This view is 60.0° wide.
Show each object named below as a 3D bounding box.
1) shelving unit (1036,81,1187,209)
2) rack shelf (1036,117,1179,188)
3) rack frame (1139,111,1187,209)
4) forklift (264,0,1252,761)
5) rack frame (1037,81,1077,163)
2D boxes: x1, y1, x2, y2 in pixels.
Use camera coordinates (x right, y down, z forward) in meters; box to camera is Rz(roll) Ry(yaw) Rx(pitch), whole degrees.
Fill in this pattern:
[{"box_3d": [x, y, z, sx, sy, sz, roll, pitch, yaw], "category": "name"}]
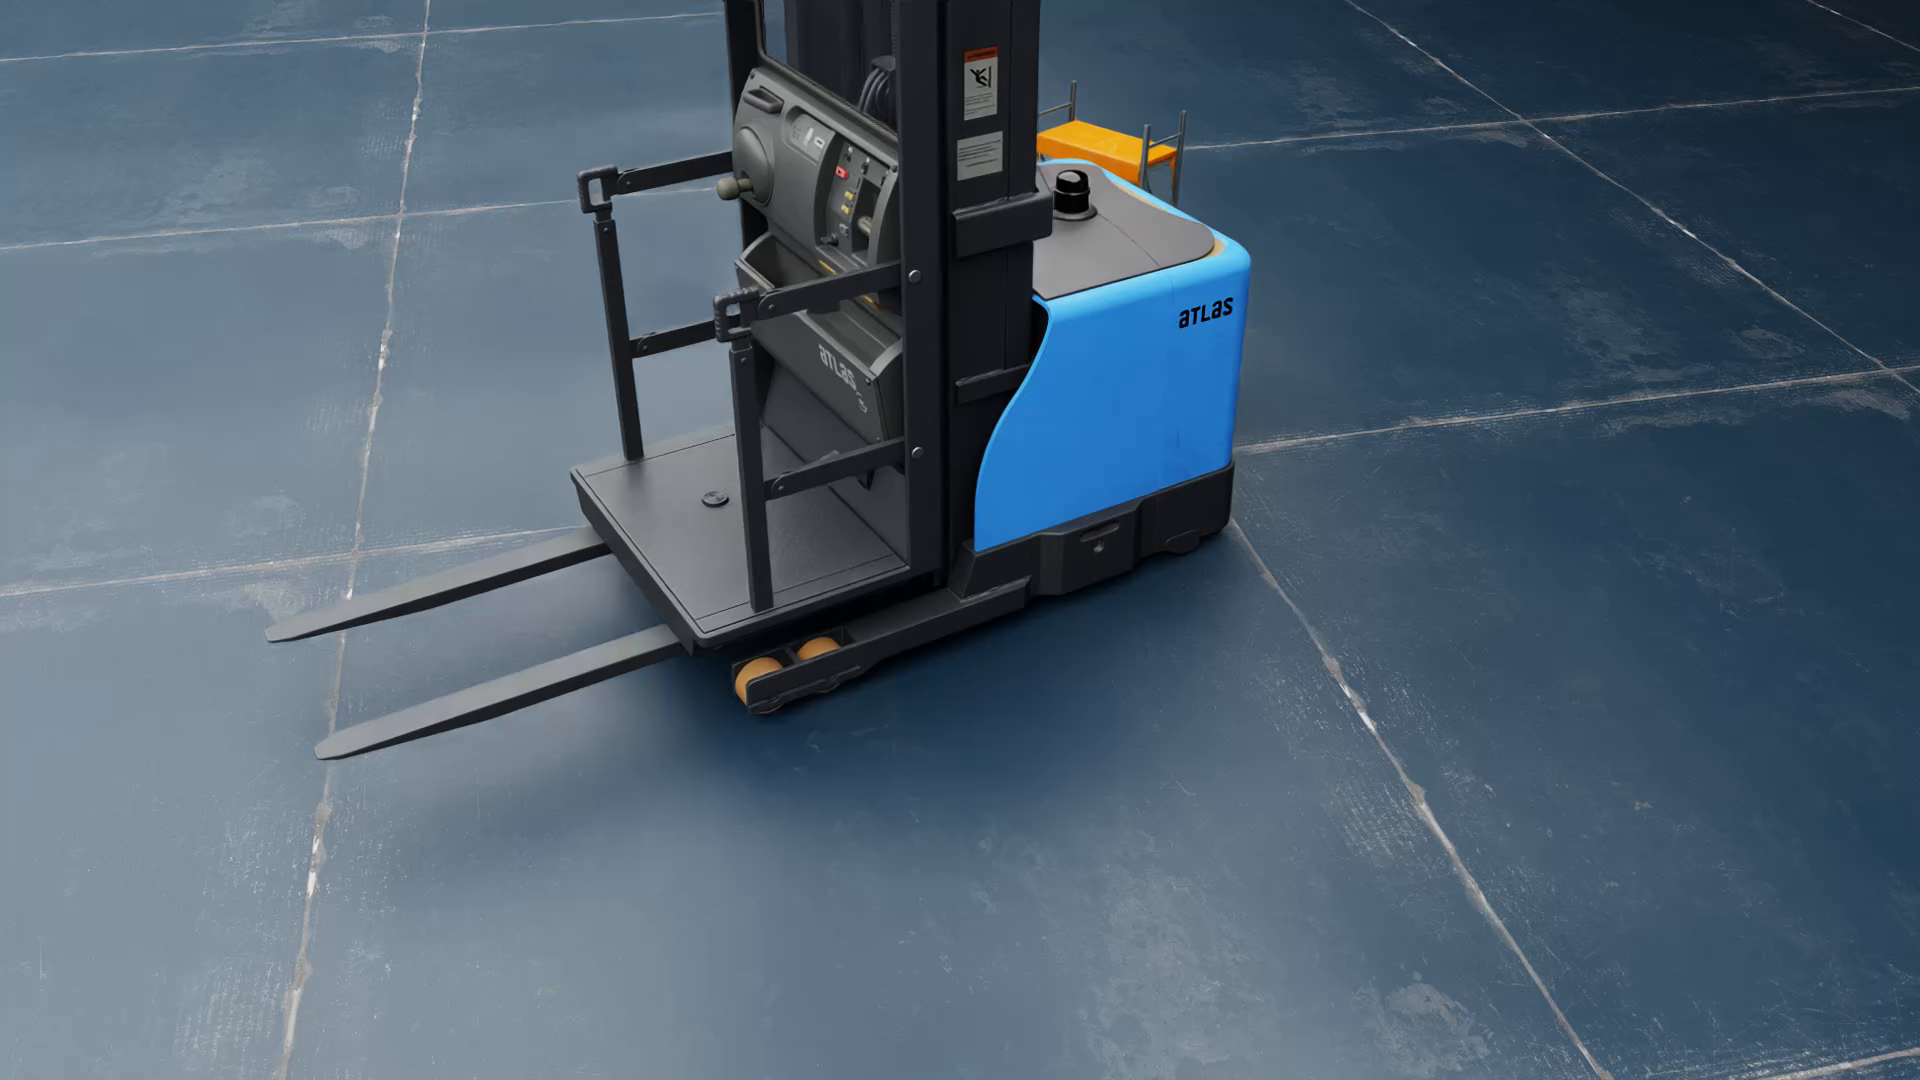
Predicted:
[{"box_3d": [0.511, -1.043, 6.216, 0.503, 1.200, 0.258, 26, 39, 33], "category": "shelving unit"}, {"box_3d": [0.524, -1.377, 6.009, 0.480, 0.148, 0.258, 26, 39, 33], "category": "rack shelf"}, {"box_3d": [0.695, -0.953, 6.083, 0.015, 1.200, 0.240, 26, 39, 33], "category": "rack frame"}, {"box_3d": [-0.600, -1.035, 4.661, 3.031, 2.935, 1.130, -18, 38, -25], "category": "forklift"}, {"box_3d": [0.327, -1.132, 6.349, 0.015, 1.200, 0.240, 26, 39, 33], "category": "rack frame"}]
